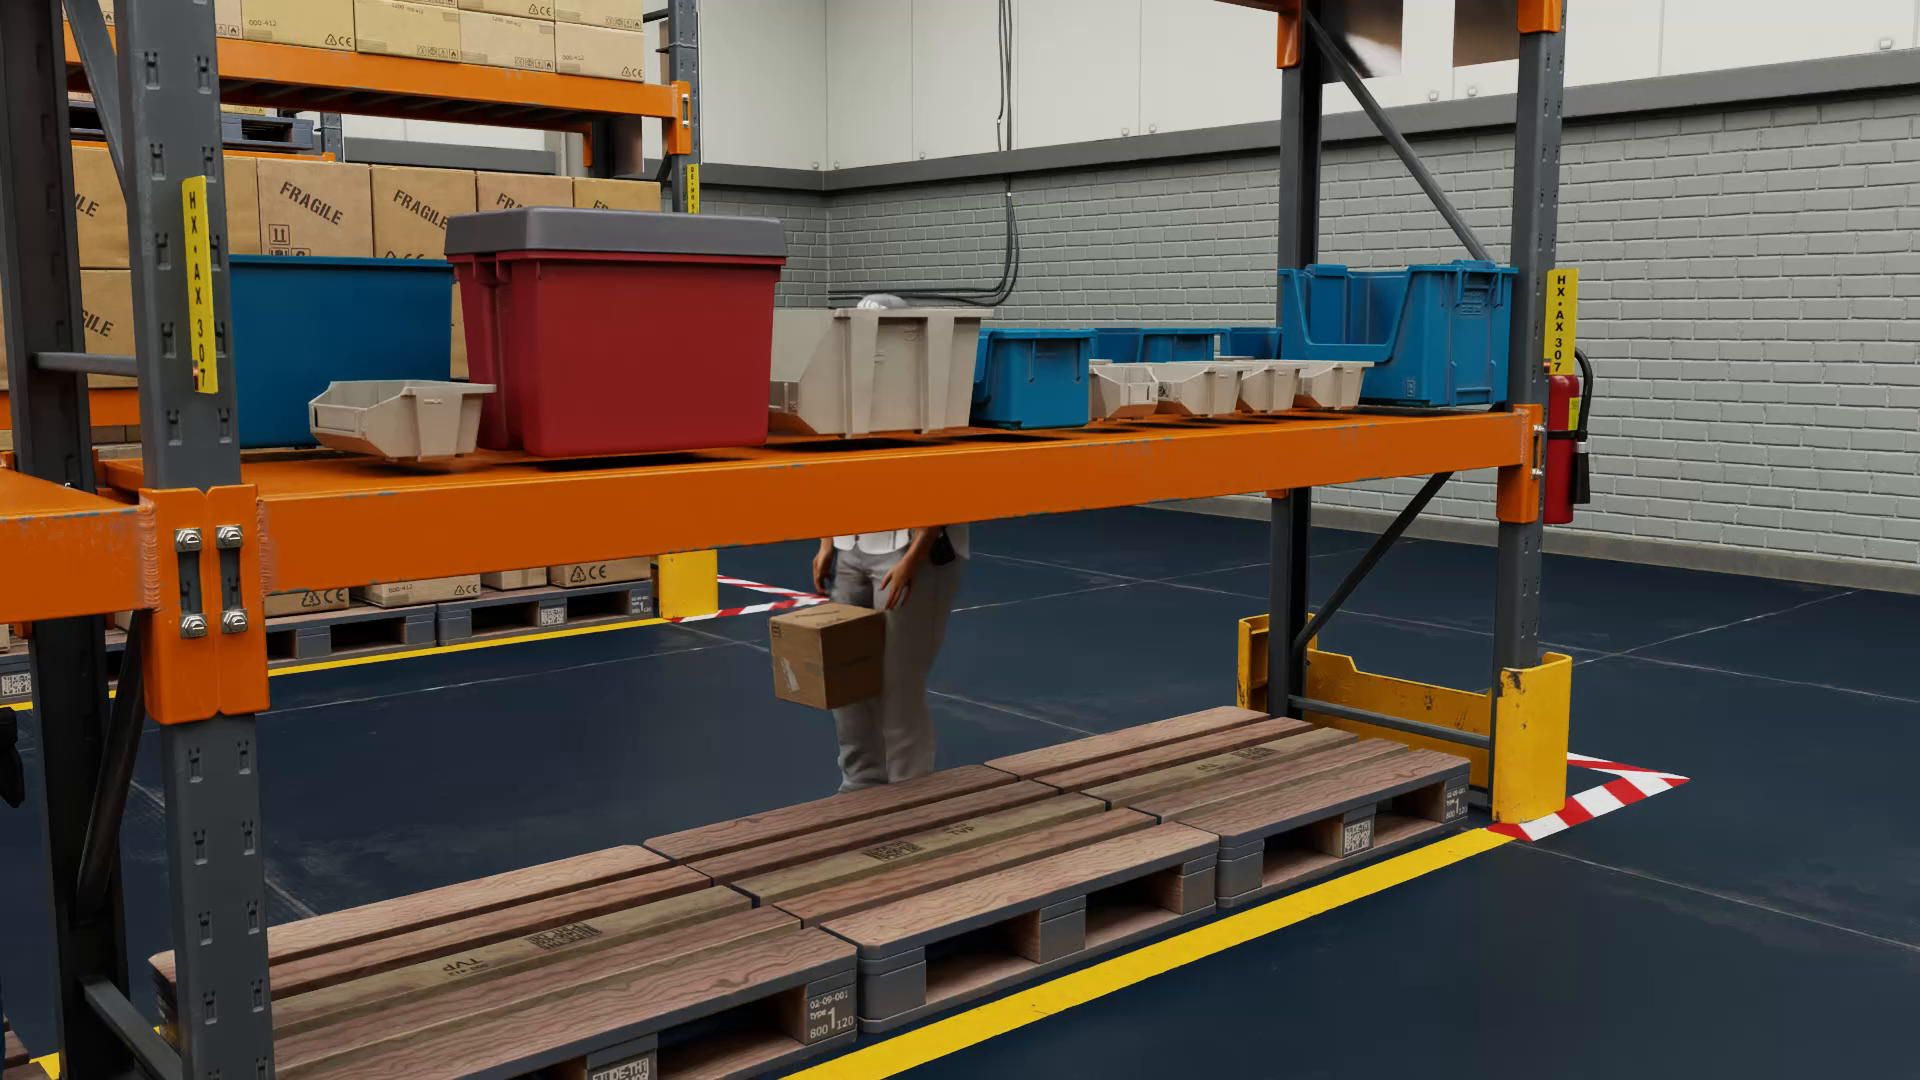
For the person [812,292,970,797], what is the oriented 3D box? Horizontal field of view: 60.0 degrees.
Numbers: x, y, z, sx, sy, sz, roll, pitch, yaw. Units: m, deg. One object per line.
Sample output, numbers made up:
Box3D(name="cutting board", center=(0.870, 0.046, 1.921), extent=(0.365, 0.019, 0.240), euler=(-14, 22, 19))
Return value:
Box3D(name="person", center=(-0.228, 0.081, 5.135), extent=(0.451, 1.671, 0.521), euler=(-7, 10, -43))
